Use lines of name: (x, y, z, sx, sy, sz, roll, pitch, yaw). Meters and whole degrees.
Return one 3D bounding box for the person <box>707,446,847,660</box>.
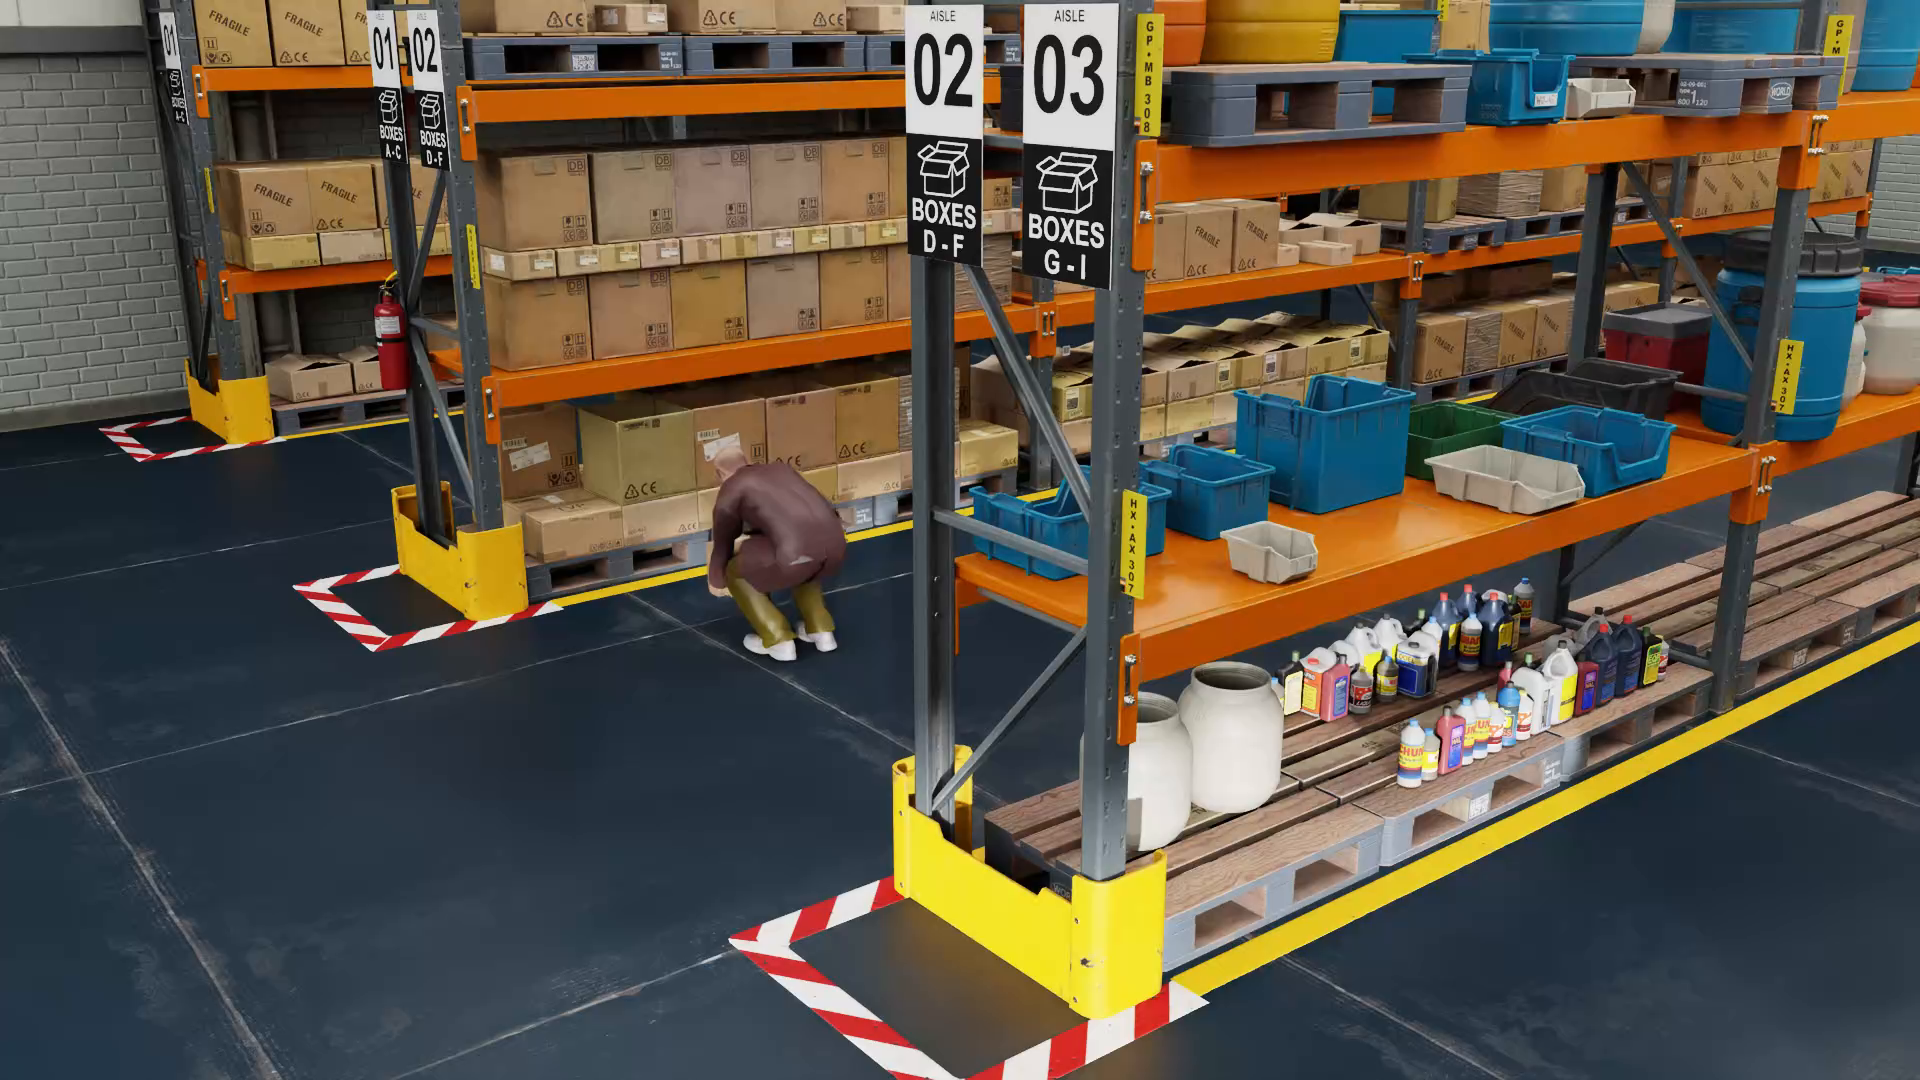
person: (-0.971, 0.082, 8.704, 0.585, 0.948, 0.938, -14, 22, -38)
